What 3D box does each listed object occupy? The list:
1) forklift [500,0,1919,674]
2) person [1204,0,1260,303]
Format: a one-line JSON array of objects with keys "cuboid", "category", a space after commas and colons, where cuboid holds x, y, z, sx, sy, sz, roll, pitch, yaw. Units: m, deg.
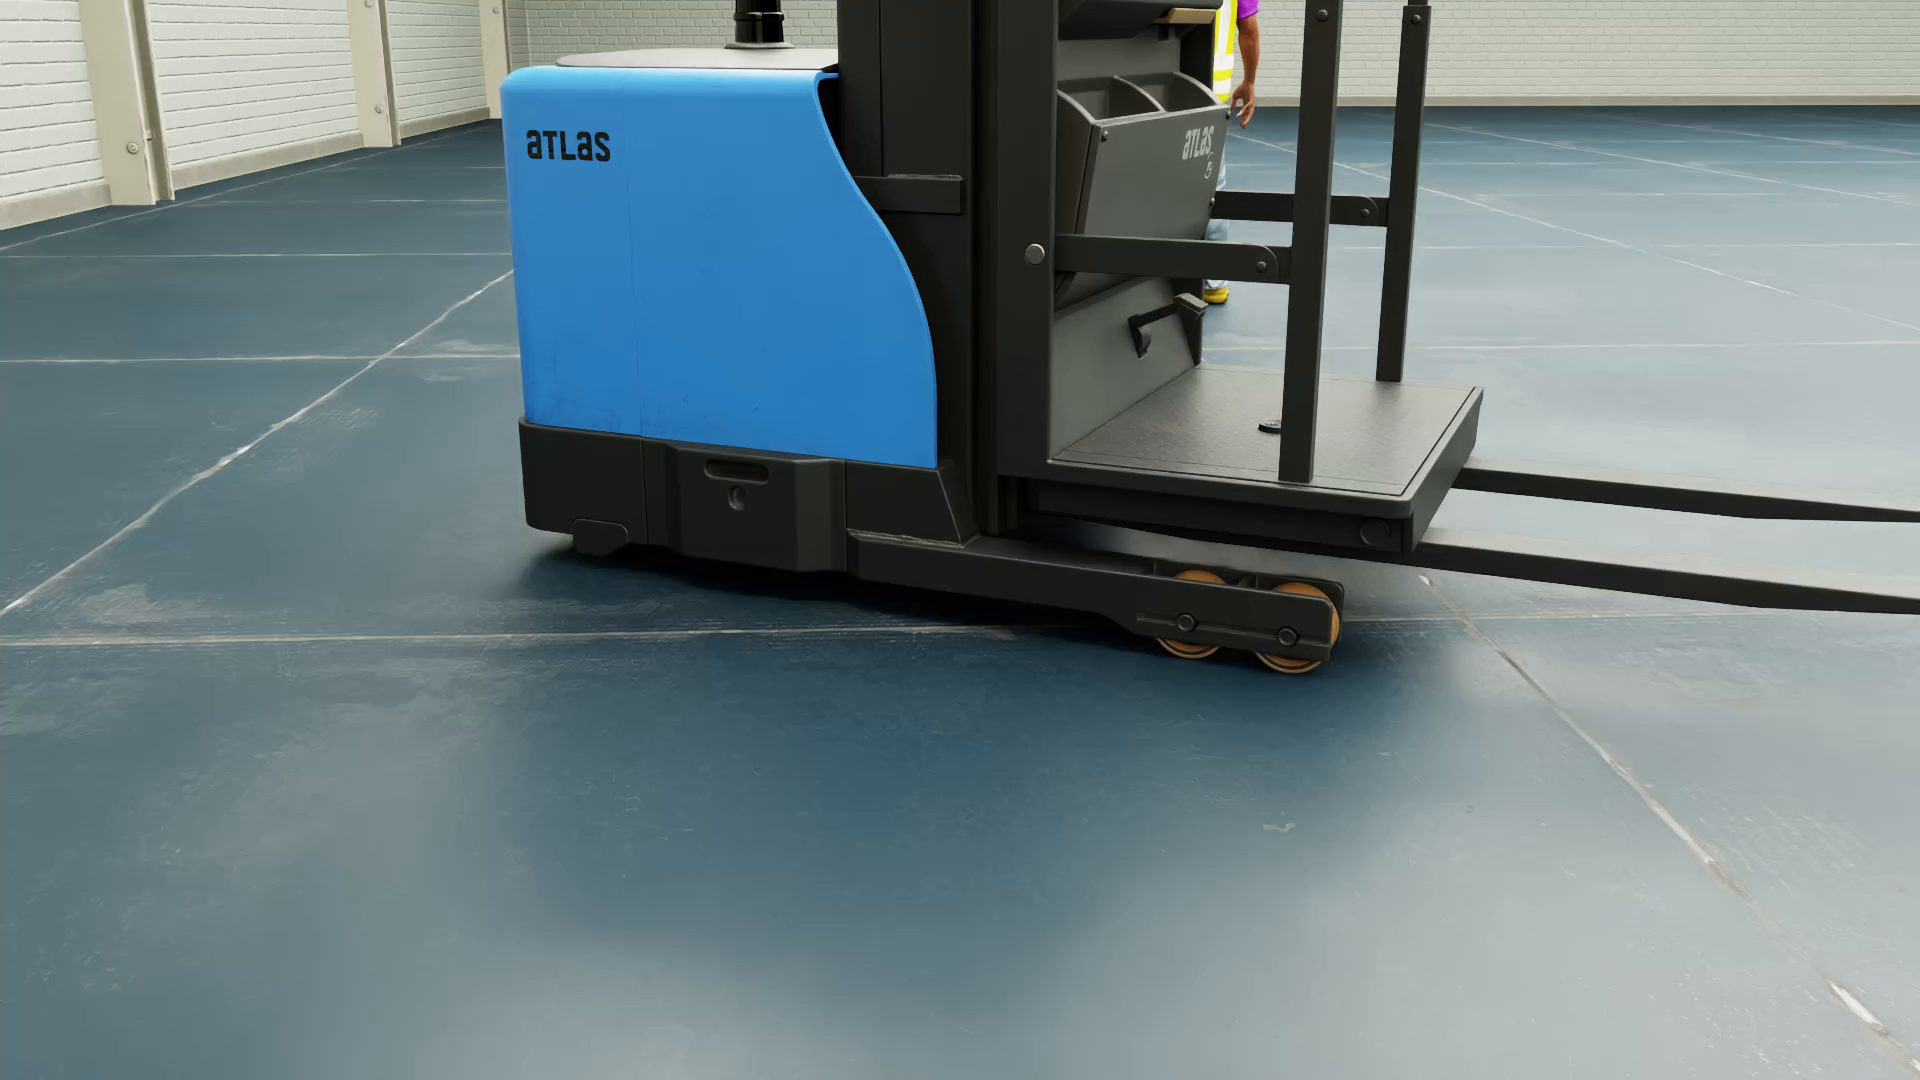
[{"cuboid": [0.568, -1.329, 3.253, 3.031, 2.935, 1.130, 7, 18, 22], "category": "forklift"}, {"cuboid": [0.911, -1.879, 7.016, 0.666, 1.765, 0.578, -2, 17, -6], "category": "person"}]
